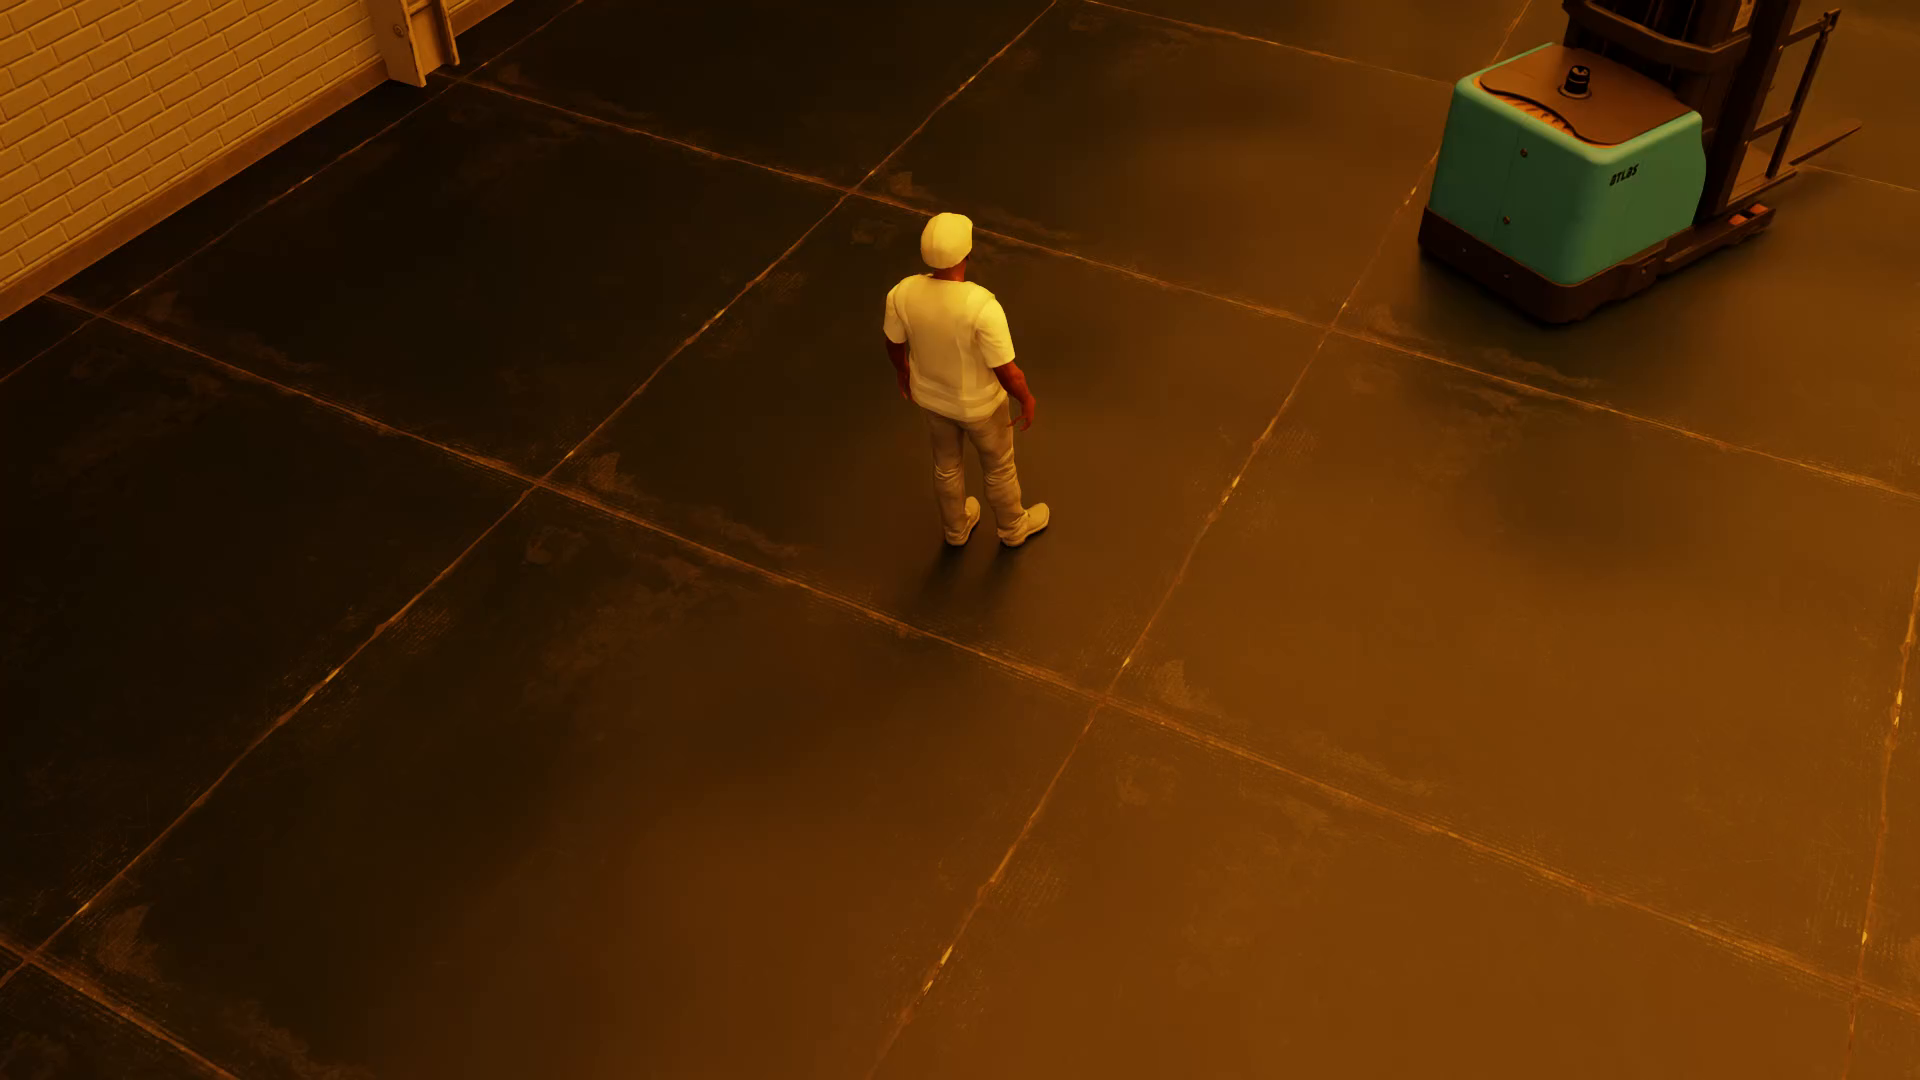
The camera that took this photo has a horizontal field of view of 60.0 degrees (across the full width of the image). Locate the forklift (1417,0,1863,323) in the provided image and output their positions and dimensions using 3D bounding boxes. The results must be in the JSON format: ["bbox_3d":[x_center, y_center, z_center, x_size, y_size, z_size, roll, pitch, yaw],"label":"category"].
[{"bbox_3d":[4.108,-3.043,8.883,3.031,2.935,1.130,-26,49,-25],"label":"forklift"}]

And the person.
[{"bbox_3d":[0.038,-0.688,7.223,0.665,1.765,0.577,20,47,20],"label":"person"}]
